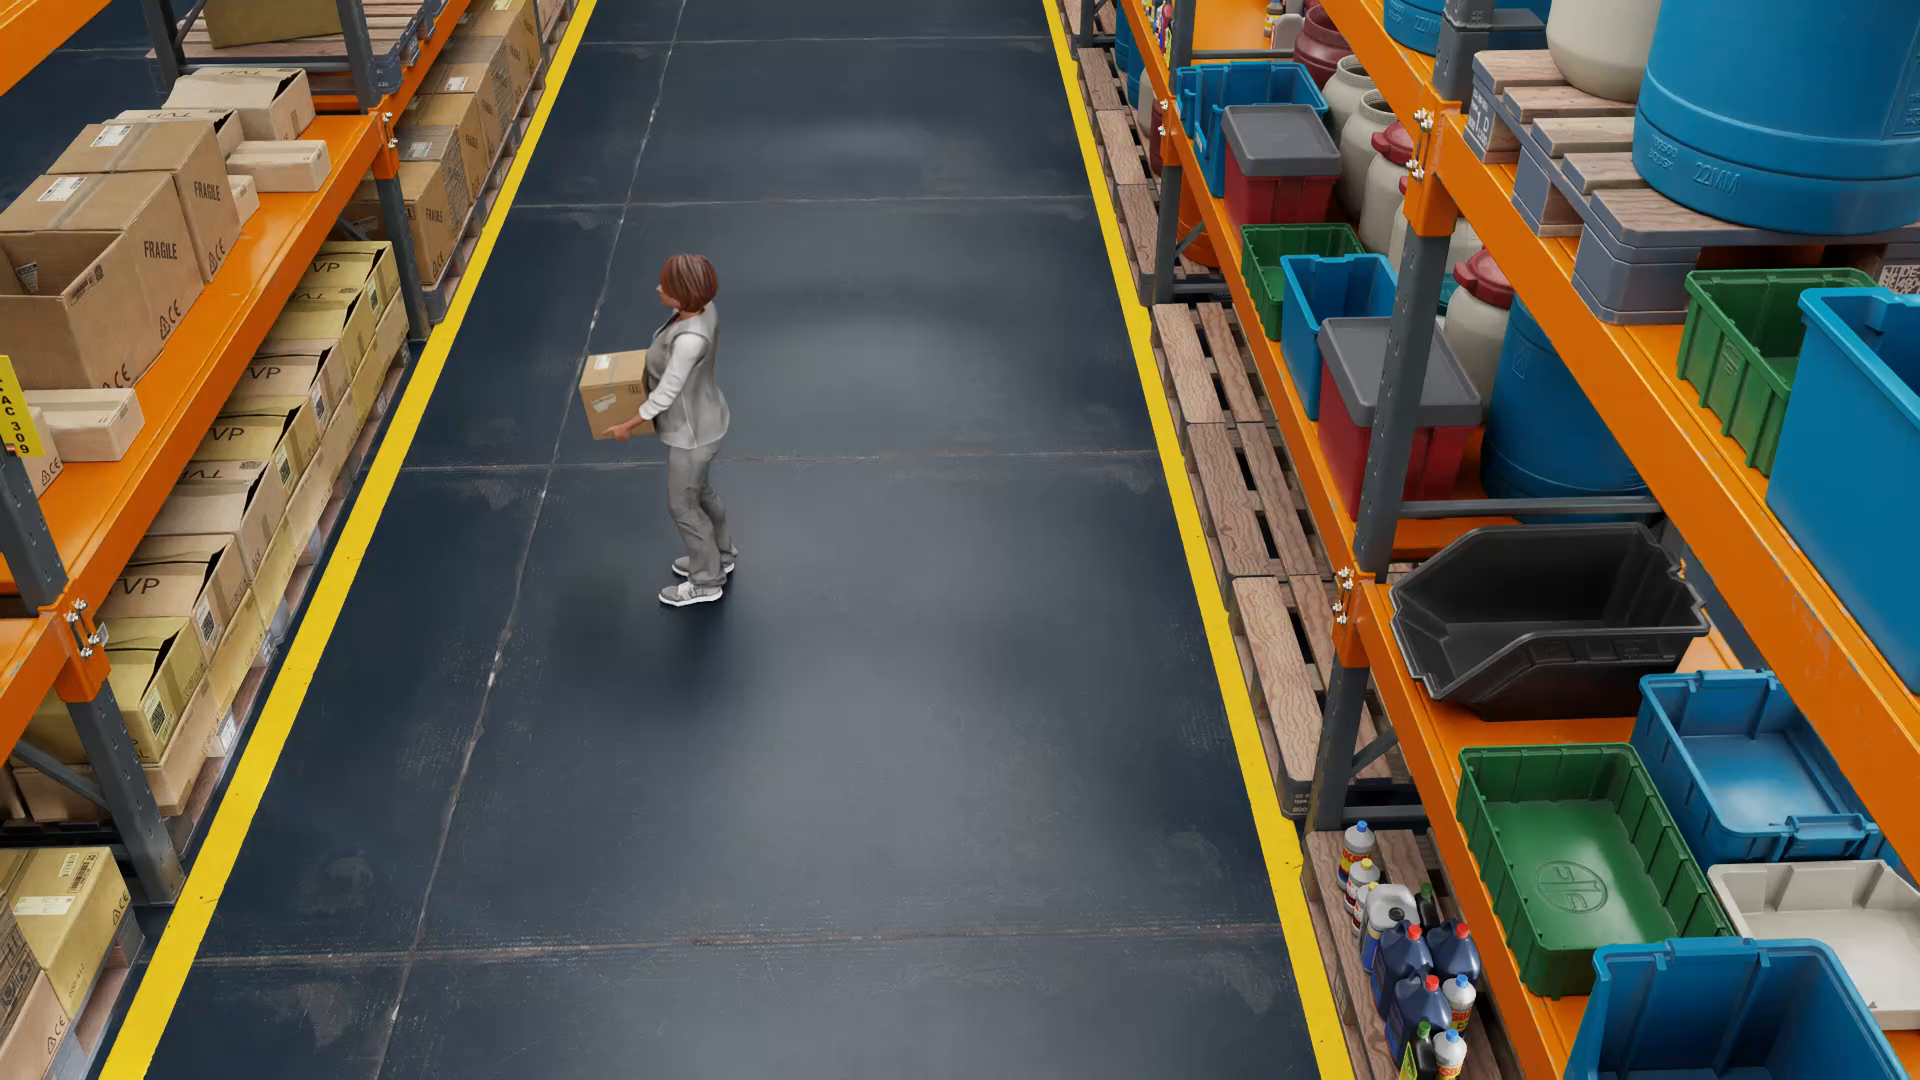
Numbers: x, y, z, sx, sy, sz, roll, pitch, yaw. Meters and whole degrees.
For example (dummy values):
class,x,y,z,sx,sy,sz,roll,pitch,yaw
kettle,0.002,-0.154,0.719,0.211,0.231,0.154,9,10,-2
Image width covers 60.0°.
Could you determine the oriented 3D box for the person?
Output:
class,x,y,z,sx,sy,sz,roll,pitch,yaw
person,-1.178,-0.443,6.776,0.499,1.590,0.404,-1,36,-1
